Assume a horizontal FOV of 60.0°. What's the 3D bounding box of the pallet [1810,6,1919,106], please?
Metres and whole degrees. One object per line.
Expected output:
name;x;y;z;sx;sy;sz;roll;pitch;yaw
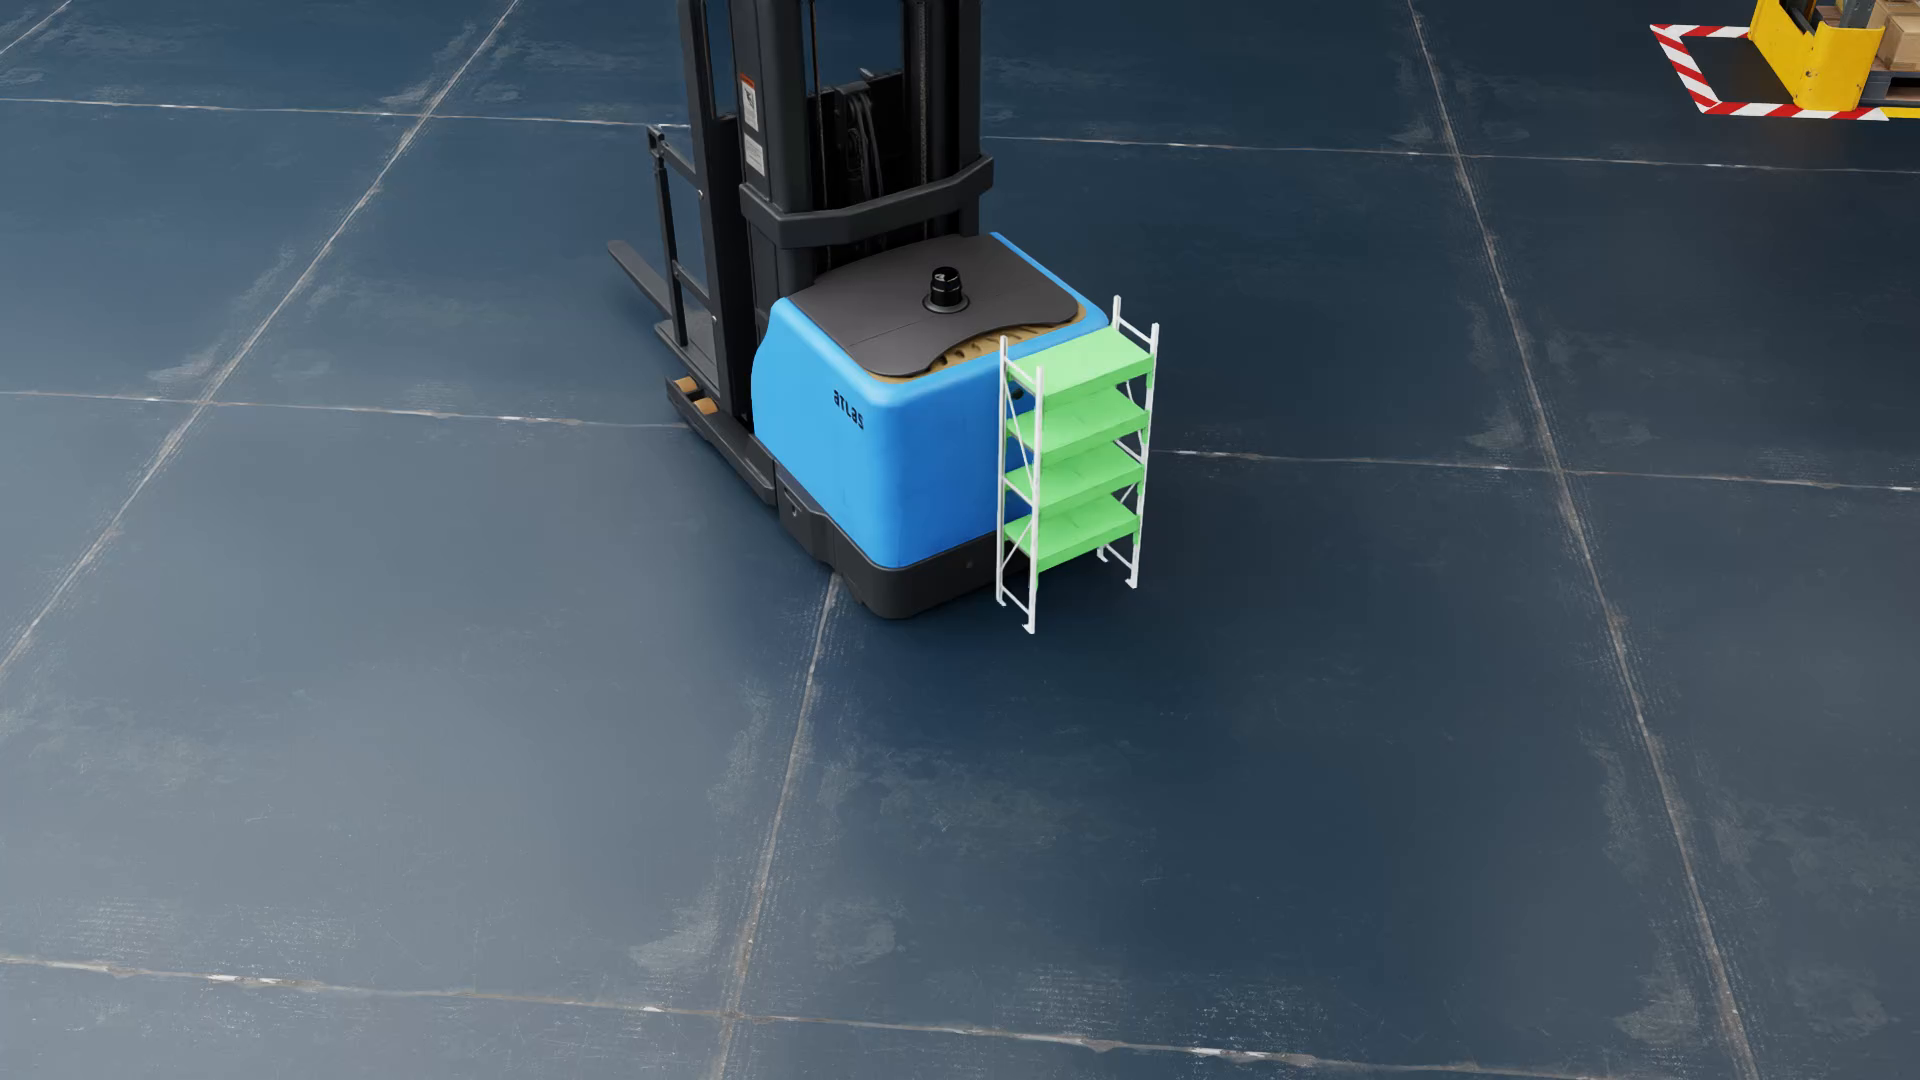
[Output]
pallet;6.006;-2.983;10.247;1.213;0.211;1.003;3;39;4

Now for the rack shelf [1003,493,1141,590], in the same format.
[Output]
rack shelf;0.416;-0.020;6.305;0.480;0.148;0.258;-22;44;-25

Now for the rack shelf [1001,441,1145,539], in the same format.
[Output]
rack shelf;0.416;-0.206;6.154;0.480;0.148;0.258;-22;44;-25

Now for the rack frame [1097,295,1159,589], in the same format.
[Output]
rack frame;0.620;-0.340;6.217;0.015;1.200;0.240;-22;44;-25

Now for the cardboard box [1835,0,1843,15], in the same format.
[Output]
cardboard box;5.801;-3.332;10.313;0.500;0.250;0.500;3;39;4

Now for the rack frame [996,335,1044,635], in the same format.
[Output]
rack frame;0.211;-0.172;6.010;0.015;1.200;0.240;-22;44;-25

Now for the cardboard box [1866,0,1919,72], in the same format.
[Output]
cardboard box;5.756;-3.007;9.913;0.500;0.250;0.500;3;39;4

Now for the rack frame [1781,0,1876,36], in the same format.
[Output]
rack frame;5.241;-4.079;9.386;0.127;3.000;1.000;3;39;4

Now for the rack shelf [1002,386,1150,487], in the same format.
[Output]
rack shelf;0.415;-0.393;6.003;0.480;0.148;0.258;-22;44;-25

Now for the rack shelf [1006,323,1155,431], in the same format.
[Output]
rack shelf;0.415;-0.579;5.851;0.480;0.148;0.258;-22;44;-25

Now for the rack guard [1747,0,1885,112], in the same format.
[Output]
rack guard;5.217;-3.111;10.176;0.348;0.500;1.175;3;39;4

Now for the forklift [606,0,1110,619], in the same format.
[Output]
forklift;-0.650;-1.740;6.566;1.130;2.935;3.031;-22;44;-25

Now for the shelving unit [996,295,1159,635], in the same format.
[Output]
shelving unit;0.415;-0.256;6.114;0.503;1.200;0.258;-22;44;-25
